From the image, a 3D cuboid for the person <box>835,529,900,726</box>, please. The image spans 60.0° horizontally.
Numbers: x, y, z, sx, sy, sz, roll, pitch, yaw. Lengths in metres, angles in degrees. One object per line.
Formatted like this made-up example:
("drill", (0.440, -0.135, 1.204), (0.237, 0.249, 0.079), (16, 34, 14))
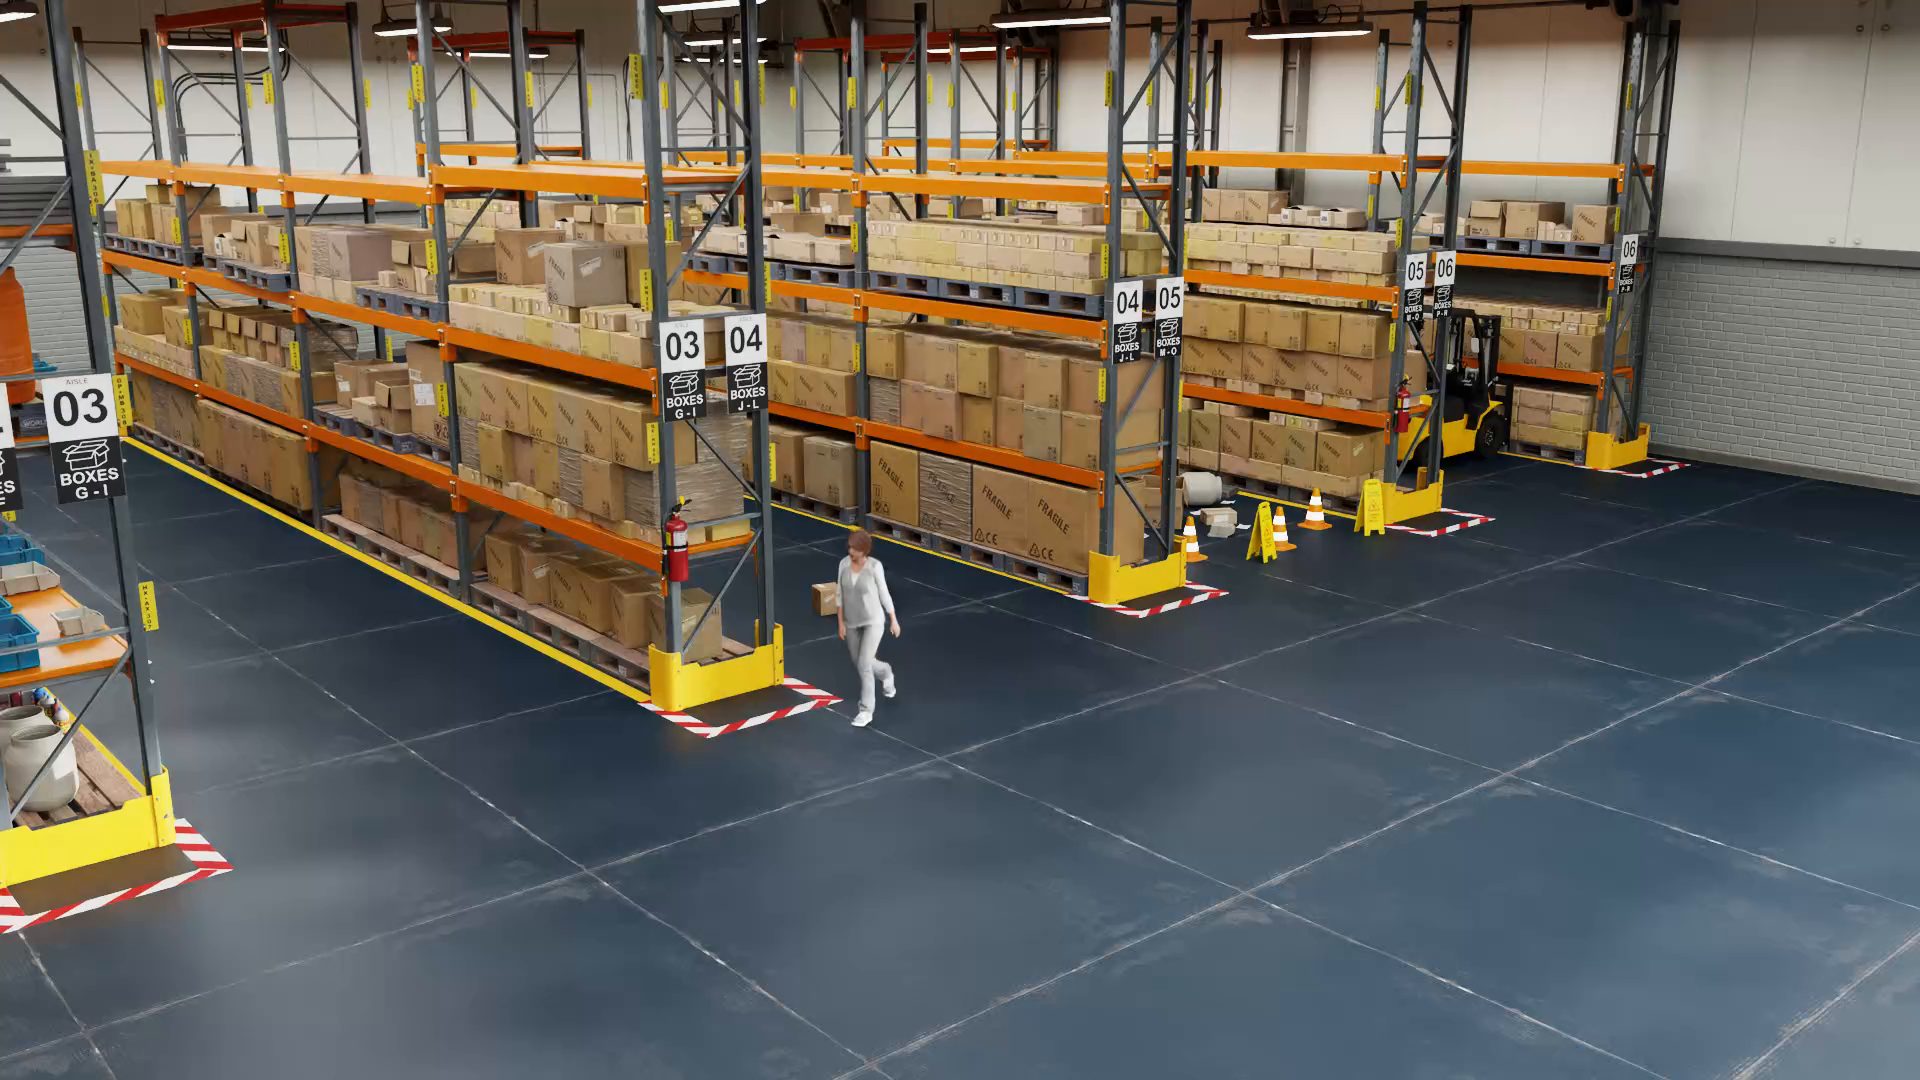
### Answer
("person", (-0.739, 0.657, 13.452), (0.466, 1.558, 0.775), (7, 16, 27))
